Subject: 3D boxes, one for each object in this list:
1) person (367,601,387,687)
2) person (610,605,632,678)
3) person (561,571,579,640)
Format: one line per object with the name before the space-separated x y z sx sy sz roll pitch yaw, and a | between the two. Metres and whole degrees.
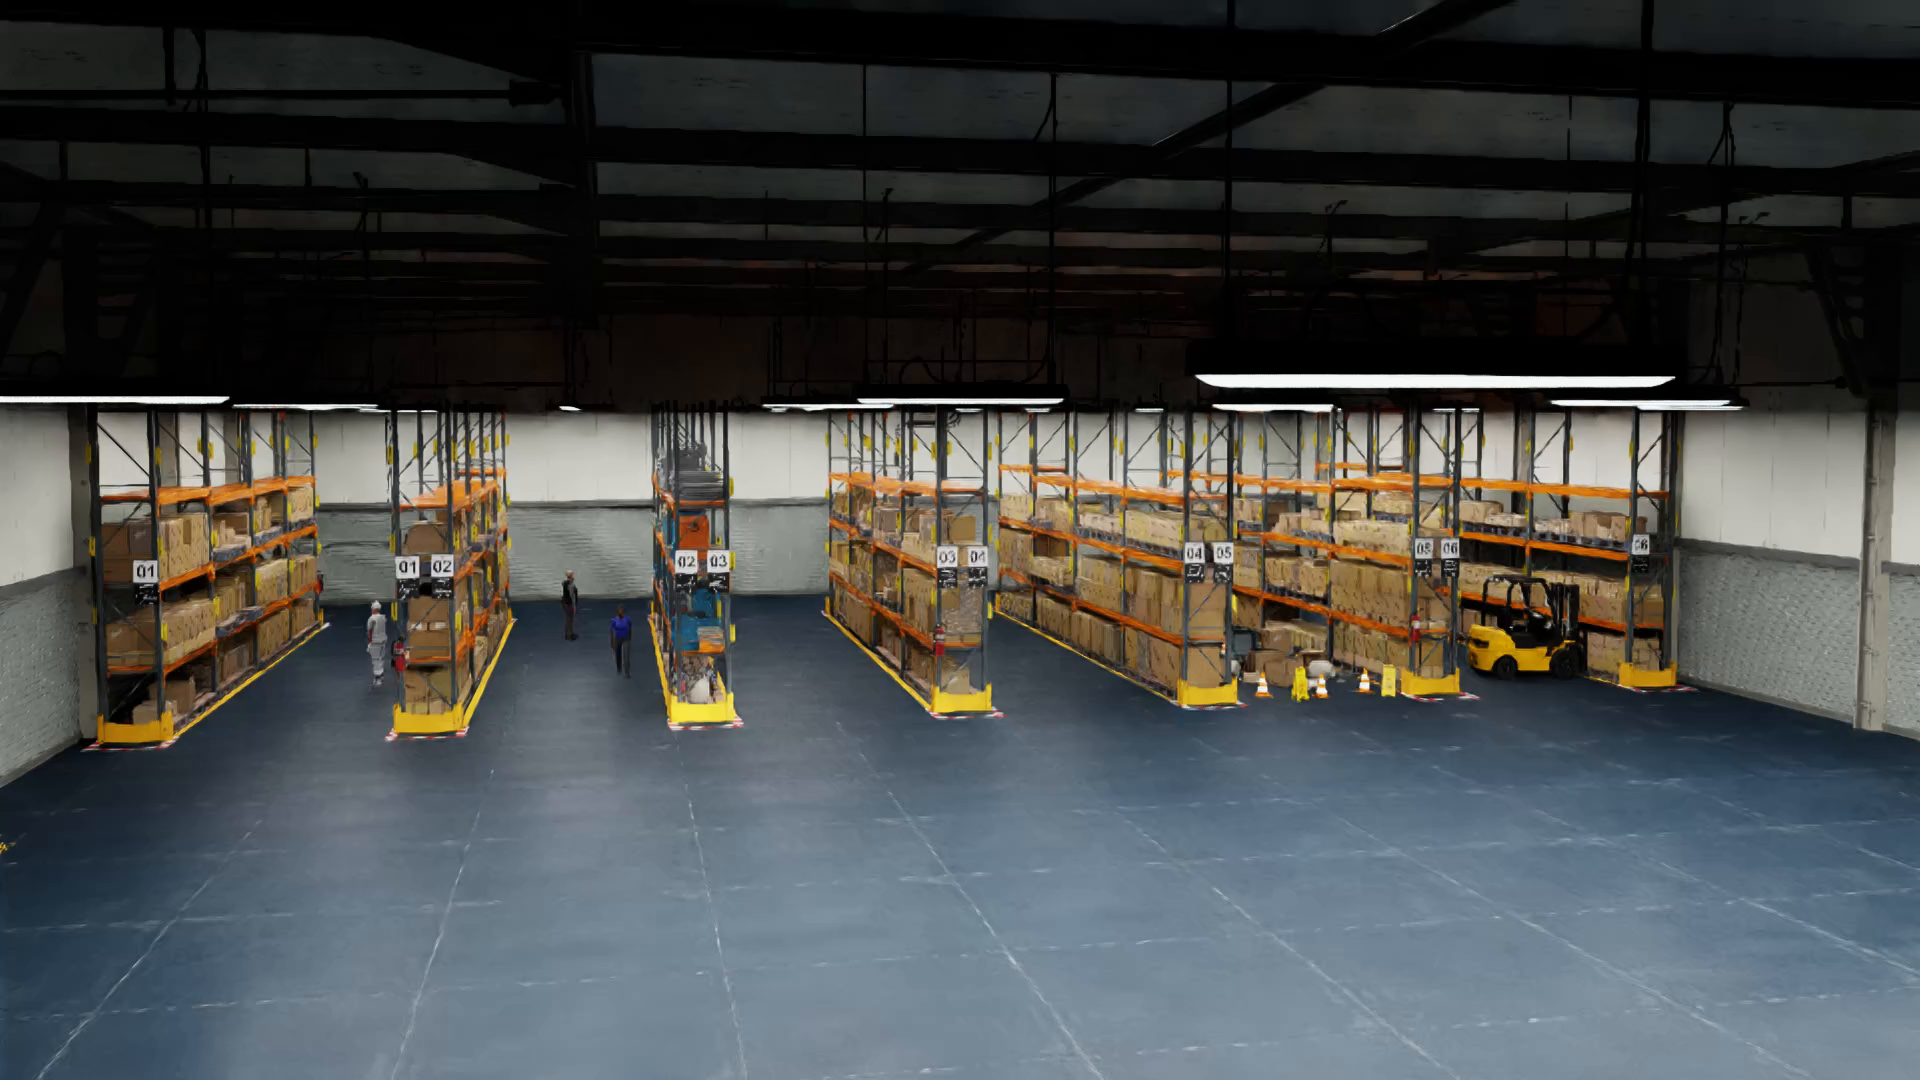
person | -12.324 2.178 34.994 0.489 1.787 0.608 1 5 19
person | -7.386 2.197 36.233 0.447 1.560 1.088 -1 4 -9
person | -9.909 1.649 42.420 0.462 1.731 0.598 -3 5 -32
